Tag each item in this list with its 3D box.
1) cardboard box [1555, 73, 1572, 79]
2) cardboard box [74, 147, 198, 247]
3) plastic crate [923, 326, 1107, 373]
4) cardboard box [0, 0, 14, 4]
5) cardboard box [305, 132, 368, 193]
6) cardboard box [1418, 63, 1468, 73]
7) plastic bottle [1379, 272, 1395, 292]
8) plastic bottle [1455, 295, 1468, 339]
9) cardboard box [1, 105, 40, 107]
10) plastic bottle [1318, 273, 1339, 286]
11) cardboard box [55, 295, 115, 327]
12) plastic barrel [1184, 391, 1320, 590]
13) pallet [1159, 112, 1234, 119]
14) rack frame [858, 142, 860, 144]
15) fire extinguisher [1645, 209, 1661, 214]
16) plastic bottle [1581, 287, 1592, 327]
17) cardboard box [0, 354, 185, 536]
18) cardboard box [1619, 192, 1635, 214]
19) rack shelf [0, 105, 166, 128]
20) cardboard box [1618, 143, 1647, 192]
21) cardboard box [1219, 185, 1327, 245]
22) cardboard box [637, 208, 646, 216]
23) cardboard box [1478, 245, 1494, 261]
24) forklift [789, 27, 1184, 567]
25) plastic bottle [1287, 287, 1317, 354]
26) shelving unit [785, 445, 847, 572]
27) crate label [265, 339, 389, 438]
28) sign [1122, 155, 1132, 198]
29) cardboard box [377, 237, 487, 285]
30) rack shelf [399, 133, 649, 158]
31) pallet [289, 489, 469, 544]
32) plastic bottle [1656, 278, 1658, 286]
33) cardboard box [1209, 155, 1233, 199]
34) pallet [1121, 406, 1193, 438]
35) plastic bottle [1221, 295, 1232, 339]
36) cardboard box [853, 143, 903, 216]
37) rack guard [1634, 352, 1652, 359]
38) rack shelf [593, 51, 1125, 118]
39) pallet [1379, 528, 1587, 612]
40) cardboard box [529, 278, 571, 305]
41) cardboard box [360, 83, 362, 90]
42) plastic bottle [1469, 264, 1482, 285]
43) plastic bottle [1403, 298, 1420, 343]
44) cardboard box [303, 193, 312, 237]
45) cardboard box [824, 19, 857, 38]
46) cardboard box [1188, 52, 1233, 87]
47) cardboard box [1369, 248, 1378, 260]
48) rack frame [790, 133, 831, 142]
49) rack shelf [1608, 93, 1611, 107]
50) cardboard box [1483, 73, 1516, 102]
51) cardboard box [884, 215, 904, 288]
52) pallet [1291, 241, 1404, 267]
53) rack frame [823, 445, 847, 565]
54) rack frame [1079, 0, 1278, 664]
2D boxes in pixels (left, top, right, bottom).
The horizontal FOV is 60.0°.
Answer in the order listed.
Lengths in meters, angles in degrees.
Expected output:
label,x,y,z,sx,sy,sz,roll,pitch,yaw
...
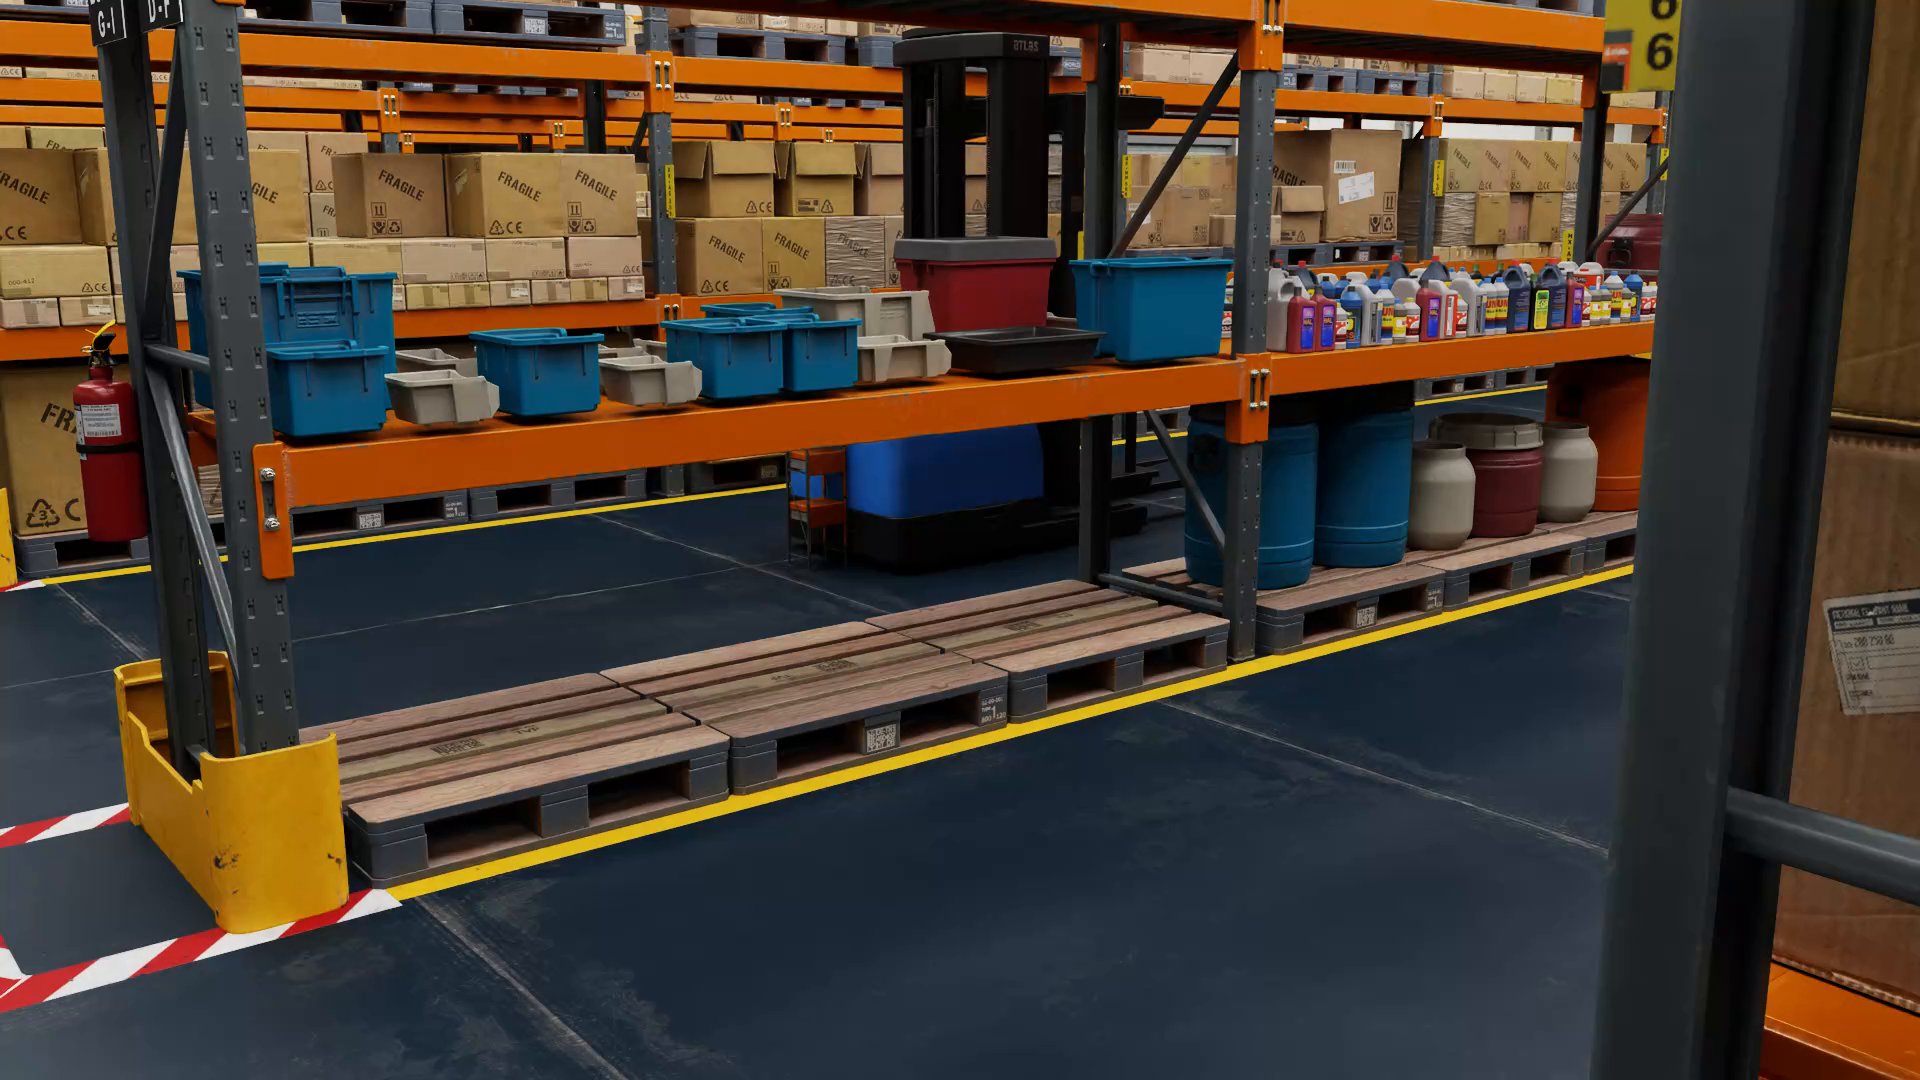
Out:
label,x,y,z,sx,sy,sz,roll,pitch,yaw
cardboard box,5.908,-4.691,16.680,0.250,0.149,0.380,-10,16,-41
cardboard box,-4.367,-1.831,8.869,0.500,0.500,0.500,-10,16,-39
plastic crate,0.211,-0.730,6.364,0.590,0.125,0.437,-9,15,-38
cardboard box,-7.267,-4.050,12.455,0.250,0.149,0.380,-9,15,-37
cardboard box,-5.395,-3.224,14.226,0.500,0.500,0.500,-10,16,-40
cardboard box,4.516,-4.447,15.529,0.250,0.149,0.380,-10,16,-39
plastic bottle,2.204,-1.252,8.614,0.097,0.271,0.097,0,12,0
plastic bottle,2.347,-1.056,7.859,0.097,0.201,0.097,0,12,0
cardboard box,-12.091,-5.607,21.234,0.500,0.250,0.500,-10,16,-40
plastic bottle,1.807,-1.198,8.345,0.135,0.276,0.152,-9,15,-38
cardboard box,-4.618,-1.212,8.719,0.250,0.149,0.380,-10,15,-38
plastic barrel,1.352,-0.271,7.725,0.708,0.901,0.600,-9,15,-38
pallet,2.647,-5.369,20.684,1.213,0.211,1.003,-9,15,-38
rack frame,-2.102,-5.797,29.706,0.127,3.000,1.000,-9,15,-38
fire extinguisher,7.570,-3.287,18.073,0.183,0.674,0.296,-9,15,-38
plastic bottle,3.177,-1.194,8.509,0.097,0.201,0.097,0,12,0
cardboard box,-4.851,-0.571,9.199,0.875,0.875,0.875,-9,15,-38
cardboard box,6.746,-3.512,17.991,0.500,0.500,0.875,-9,15,-38
rack shelf,-9.930,-4.291,17.125,4.000,0.370,1.077,-9,15,-38
cardboard box,6.918,-3.957,17.677,0.500,0.500,0.500,-9,15,-38
cardboard box,2.774,-2.882,14.719,0.637,0.503,0.797,-8,14,-32
cardboard box,-3.181,-3.087,15.821,0.250,0.149,0.380,-9,15,-36
cardboard box,4.996,-2.823,16.307,0.250,0.149,0.380,-9,15,-38
forklift,0.476,-1.519,9.727,3.031,2.935,1.130,-10,16,-40
plastic bottle,1.470,-0.946,7.141,0.133,0.283,0.061,-9,15,-38
shelving unit,-0.769,-0.376,8.870,0.252,1.050,0.215,-10,16,-40
crate label,-1.808,-0.431,4.697,0.303,0.233,0.416,-9,15,-38
sign,1.295,-2.823,12.916,0.005,0.325,0.100,-9,15,-38
cardboard box,-3.159,-1.666,9.899,0.500,0.250,0.500,-9,15,-37
rack shelf,-6.787,-6.134,25.803,4.000,0.370,1.077,-9,15,-38
pallet,-3.773,-0.218,10.149,1.213,0.211,1.003,-9,15,-38
plastic bottle,3.811,-1.335,8.973,0.133,0.283,0.061,-9,15,-38
cardboard box,2.965,-4.625,21.228,0.550,0.550,0.875,-9,15,-38
pallet,1.557,-1.084,14.225,1.213,0.211,1.003,-9,15,-38
plastic bottle,1.238,-1.058,7.866,0.097,0.201,0.097,0,12,0
cardboard box,-0.665,-2.622,12.099,0.637,0.503,0.797,-9,15,-36
rack guard,7.134,-2.152,18.561,0.348,0.500,1.175,-9,15,-38
rack shelf,-0.616,-3.203,12.000,4.000,0.370,1.077,-9,15,-38
pallet,2.499,0.087,8.710,1.213,0.211,1.003,-9,15,-38
cardboard box,-2.612,-1.545,10.290,0.250,0.149,0.380,-10,15,-39
cardboard box,-6.723,-5.222,19.092,0.258,0.266,0.396,-8,14,-33
plastic bottle,2.826,-1.383,9.199,0.133,0.283,0.061,-9,15,-38
plastic bottle,2.062,-1.009,7.636,0.097,0.201,0.097,0,12,0
cardboard box,-5.804,-2.664,13.996,0.500,0.500,0.500,-10,16,-39
cardboard box,-0.921,-3.546,11.481,0.250,0.149,0.380,-10,16,-40
cardboard box,1.873,-3.827,13.569,0.500,0.250,0.500,-9,15,-36
cardboard box,4.054,-2.818,16.285,0.250,0.149,0.380,-9,15,-38
rack frame,-2.121,-4.473,23.473,0.127,3.000,1.000,-9,15,-38
rack shelf,5.602,-2.918,10.661,4.000,0.370,1.077,-9,15,-38
cardboard box,4.991,-4.346,16.014,0.500,0.250,0.500,-10,15,-38
cardboard box,-0.479,-2.094,12.027,0.500,0.500,0.500,-9,15,-37
pallet,3.382,-2.696,15.567,1.213,0.211,1.003,-9,15,-38
rack frame,-0.676,-0.392,8.948,0.008,1.050,0.200,-10,16,-40
rack frame,0.917,-1.024,7.231,0.127,3.000,1.000,-9,15,-38
